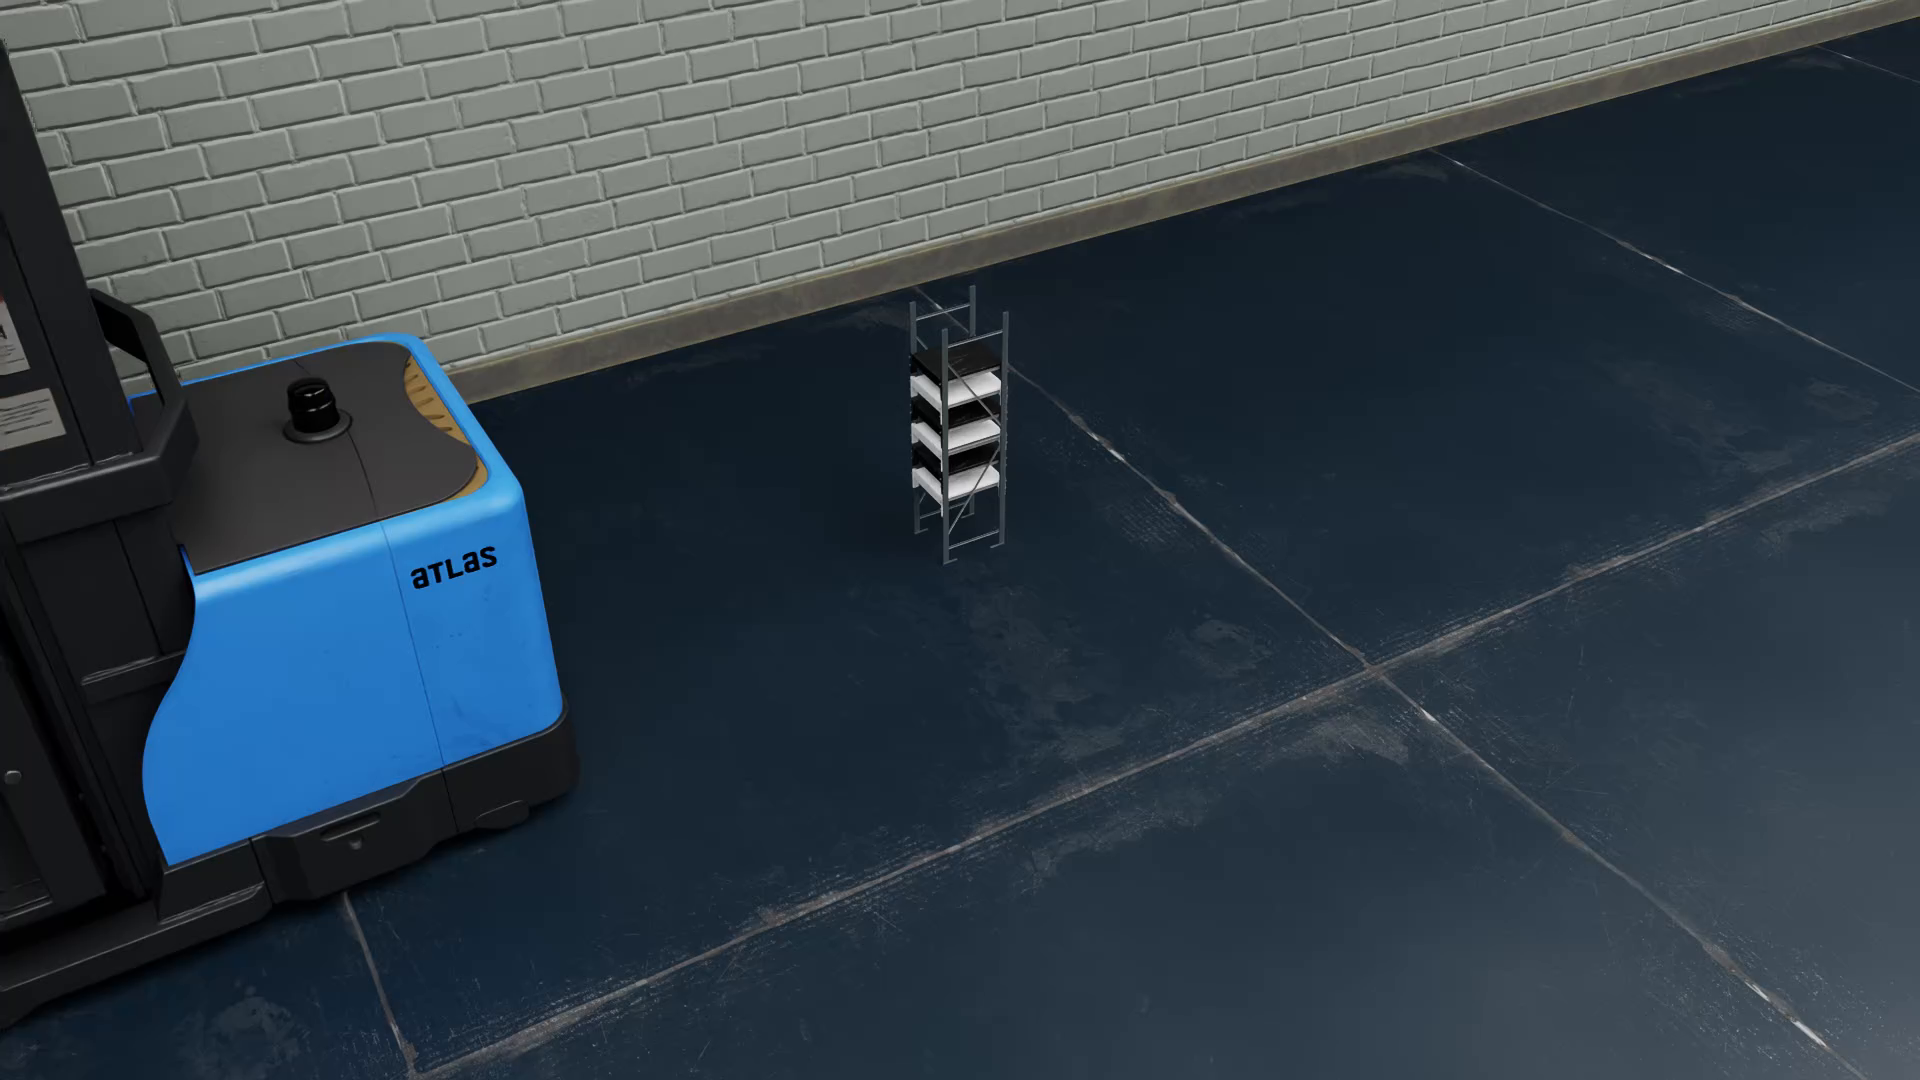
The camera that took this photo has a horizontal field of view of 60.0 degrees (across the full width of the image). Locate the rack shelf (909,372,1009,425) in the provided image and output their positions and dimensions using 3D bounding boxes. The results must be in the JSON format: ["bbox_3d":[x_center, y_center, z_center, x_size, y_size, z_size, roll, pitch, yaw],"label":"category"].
[{"bbox_3d":[-0.004,-0.486,5.404,0.258,0.077,0.200,-19,40,-24],"label":"rack shelf"}]

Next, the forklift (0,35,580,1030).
[{"bbox_3d":[-2.610,-0.246,3.602,3.031,2.935,1.130,-19,40,-24],"label":"forklift"}]

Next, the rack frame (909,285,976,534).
[{"bbox_3d":[-0.055,-0.419,5.561,0.240,0.900,0.006,-19,40,-24],"label":"rack frame"}]

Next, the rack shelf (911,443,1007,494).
[{"bbox_3d":[-0.004,-0.268,5.563,0.258,0.077,0.200,-19,40,-24],"label":"rack shelf"}]

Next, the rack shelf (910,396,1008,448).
[{"bbox_3d":[-0.004,-0.413,5.457,0.258,0.077,0.200,-19,40,-24],"label":"rack shelf"}]

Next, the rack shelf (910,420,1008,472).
[{"bbox_3d":[-0.004,-0.341,5.510,0.258,0.077,0.200,-19,40,-24],"label":"rack shelf"}]

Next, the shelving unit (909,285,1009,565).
[{"bbox_3d":[-0.004,-0.368,5.490,0.258,0.900,0.210,-19,40,-24],"label":"shelving unit"}]

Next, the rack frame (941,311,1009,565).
[{"bbox_3d":[0.047,-0.316,5.419,0.240,0.900,0.006,-19,40,-24],"label":"rack frame"}]

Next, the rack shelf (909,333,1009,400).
[{"bbox_3d":[-0.004,-0.559,5.351,0.258,0.077,0.200,-19,40,-24],"label":"rack shelf"}]

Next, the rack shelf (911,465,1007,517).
[{"bbox_3d":[-0.004,-0.195,5.616,0.258,0.077,0.200,-19,40,-24],"label":"rack shelf"}]
